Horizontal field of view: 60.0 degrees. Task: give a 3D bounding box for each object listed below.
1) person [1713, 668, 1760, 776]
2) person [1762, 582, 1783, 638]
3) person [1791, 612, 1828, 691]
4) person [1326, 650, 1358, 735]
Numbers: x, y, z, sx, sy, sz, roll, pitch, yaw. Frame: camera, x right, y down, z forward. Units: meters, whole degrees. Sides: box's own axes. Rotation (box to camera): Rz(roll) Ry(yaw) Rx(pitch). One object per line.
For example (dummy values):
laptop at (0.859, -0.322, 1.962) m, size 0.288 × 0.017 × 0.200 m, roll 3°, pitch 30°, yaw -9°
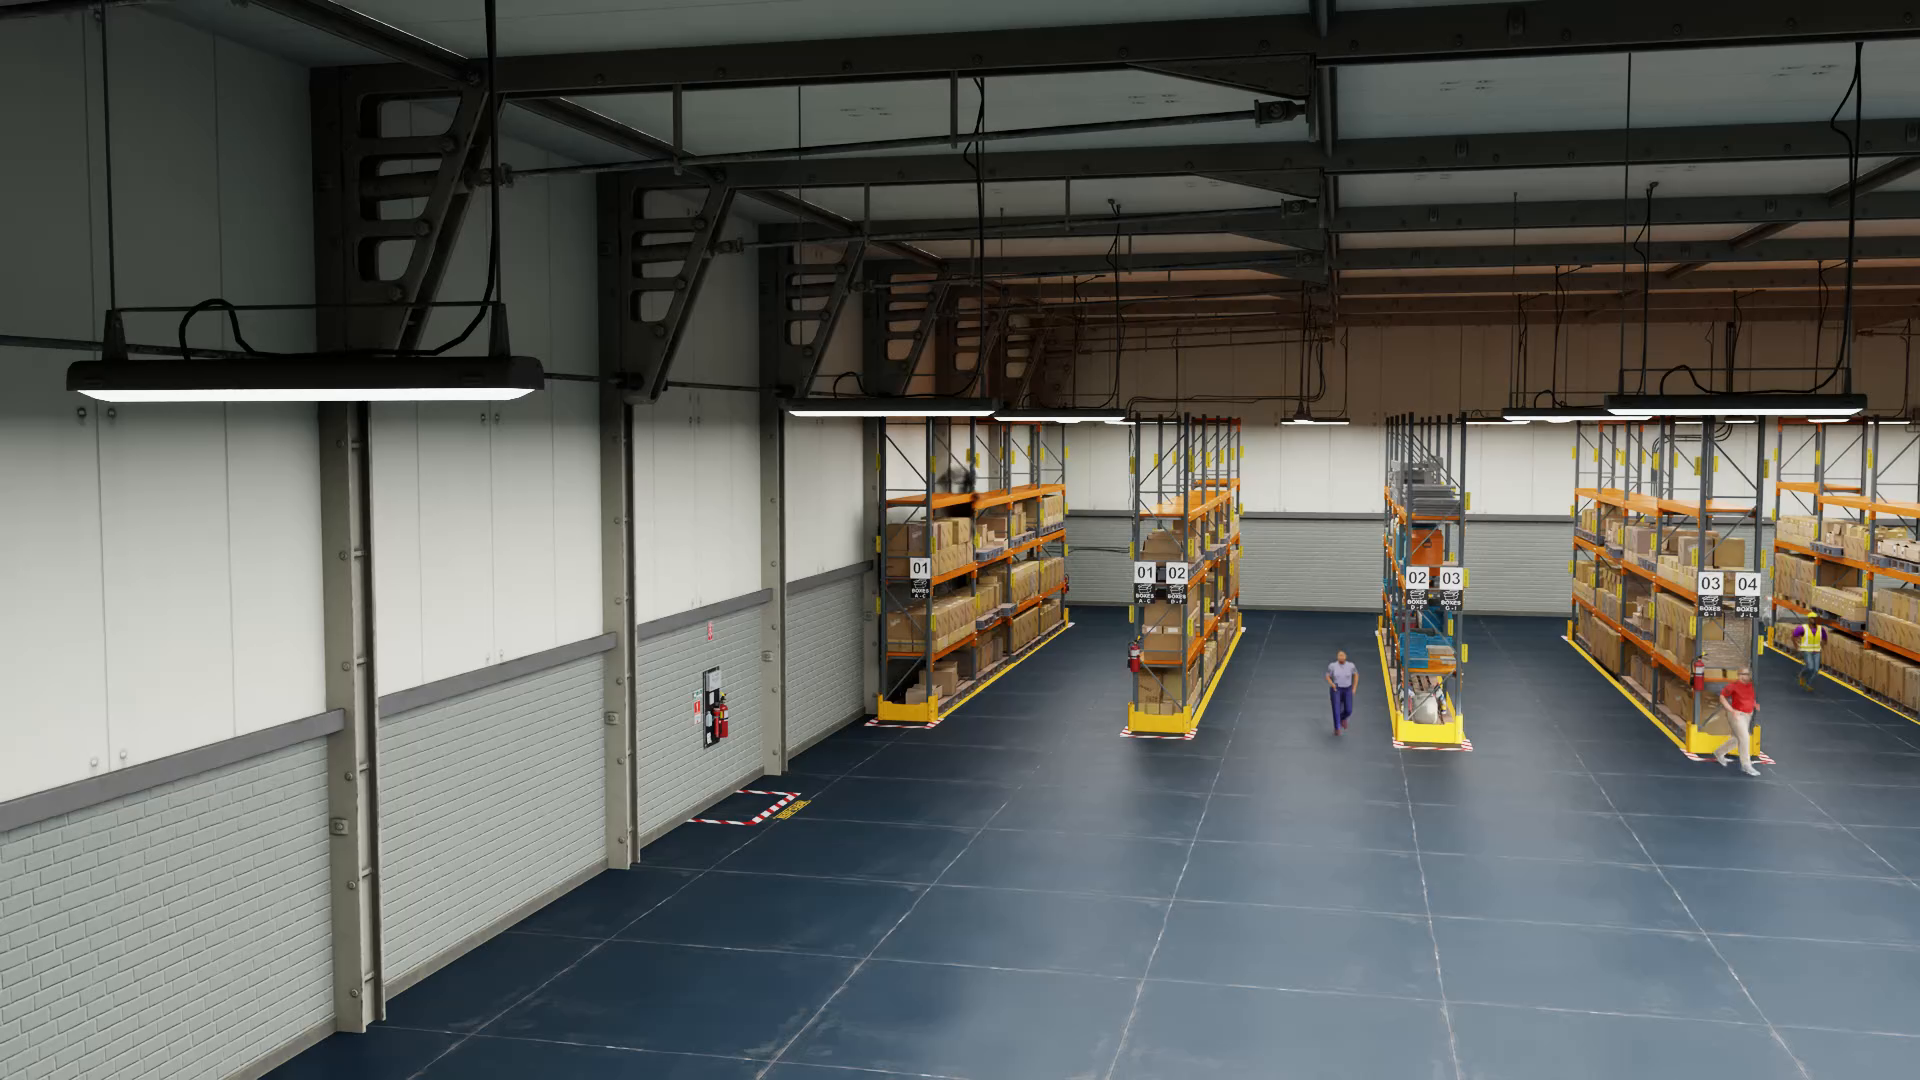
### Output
person at (12.955, 2.973, 27.630) m, size 0.654 × 1.734 × 0.880 m, roll -3°, pitch 5°, yaw -34°
person at (21.946, 1.844, 44.828) m, size 0.565 × 1.706 × 0.908 m, roll 1°, pitch 4°, yaw 15°
person at (18.429, 2.423, 35.980) m, size 0.691 × 1.723 × 0.586 m, roll 0°, pitch 4°, yaw 5°
person at (7.105, 2.844, 30.915) m, size 0.604 × 1.591 × 0.584 m, roll 1°, pitch 4°, yaw 8°
